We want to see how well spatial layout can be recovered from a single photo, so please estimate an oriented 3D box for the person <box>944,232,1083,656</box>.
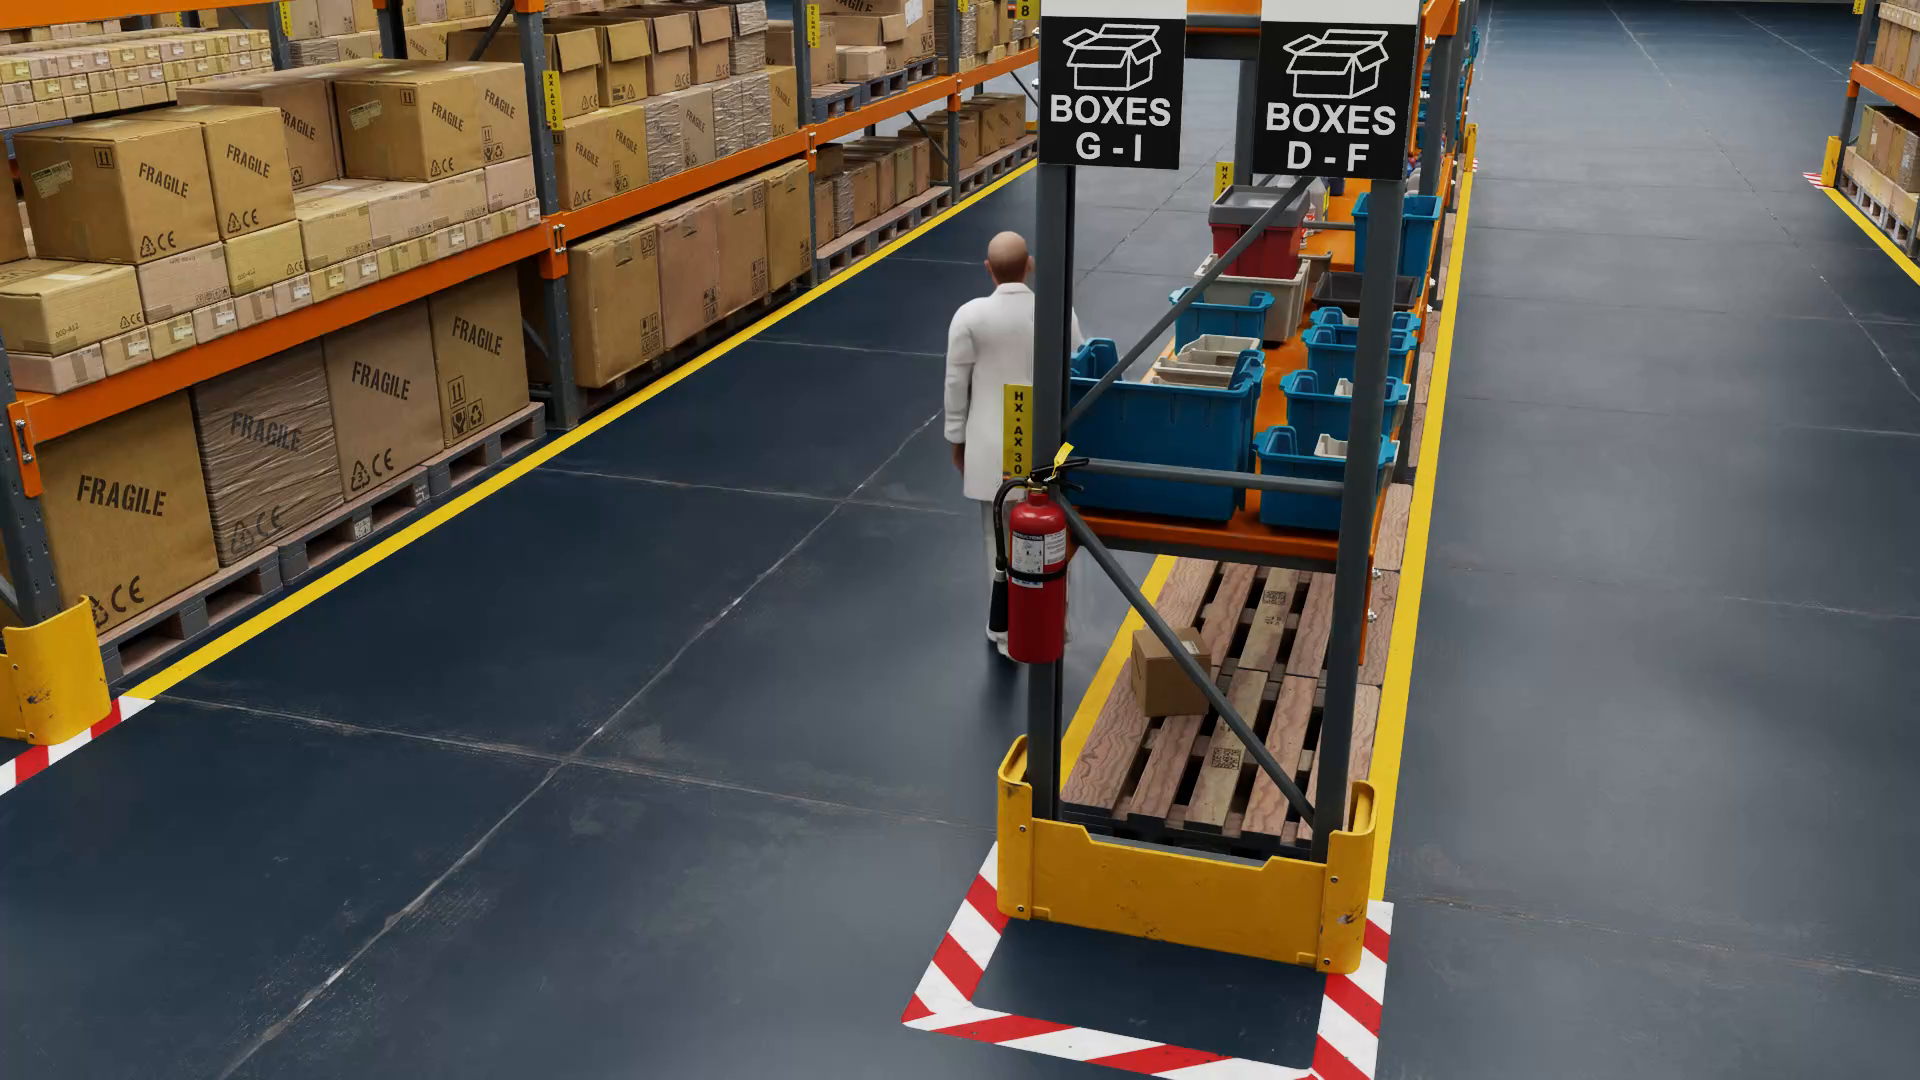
[{"bbox_3d":[0.245,-0.385,7.053,0.605,1.813,0.566,-3,22,-7],"label":"person"}]
